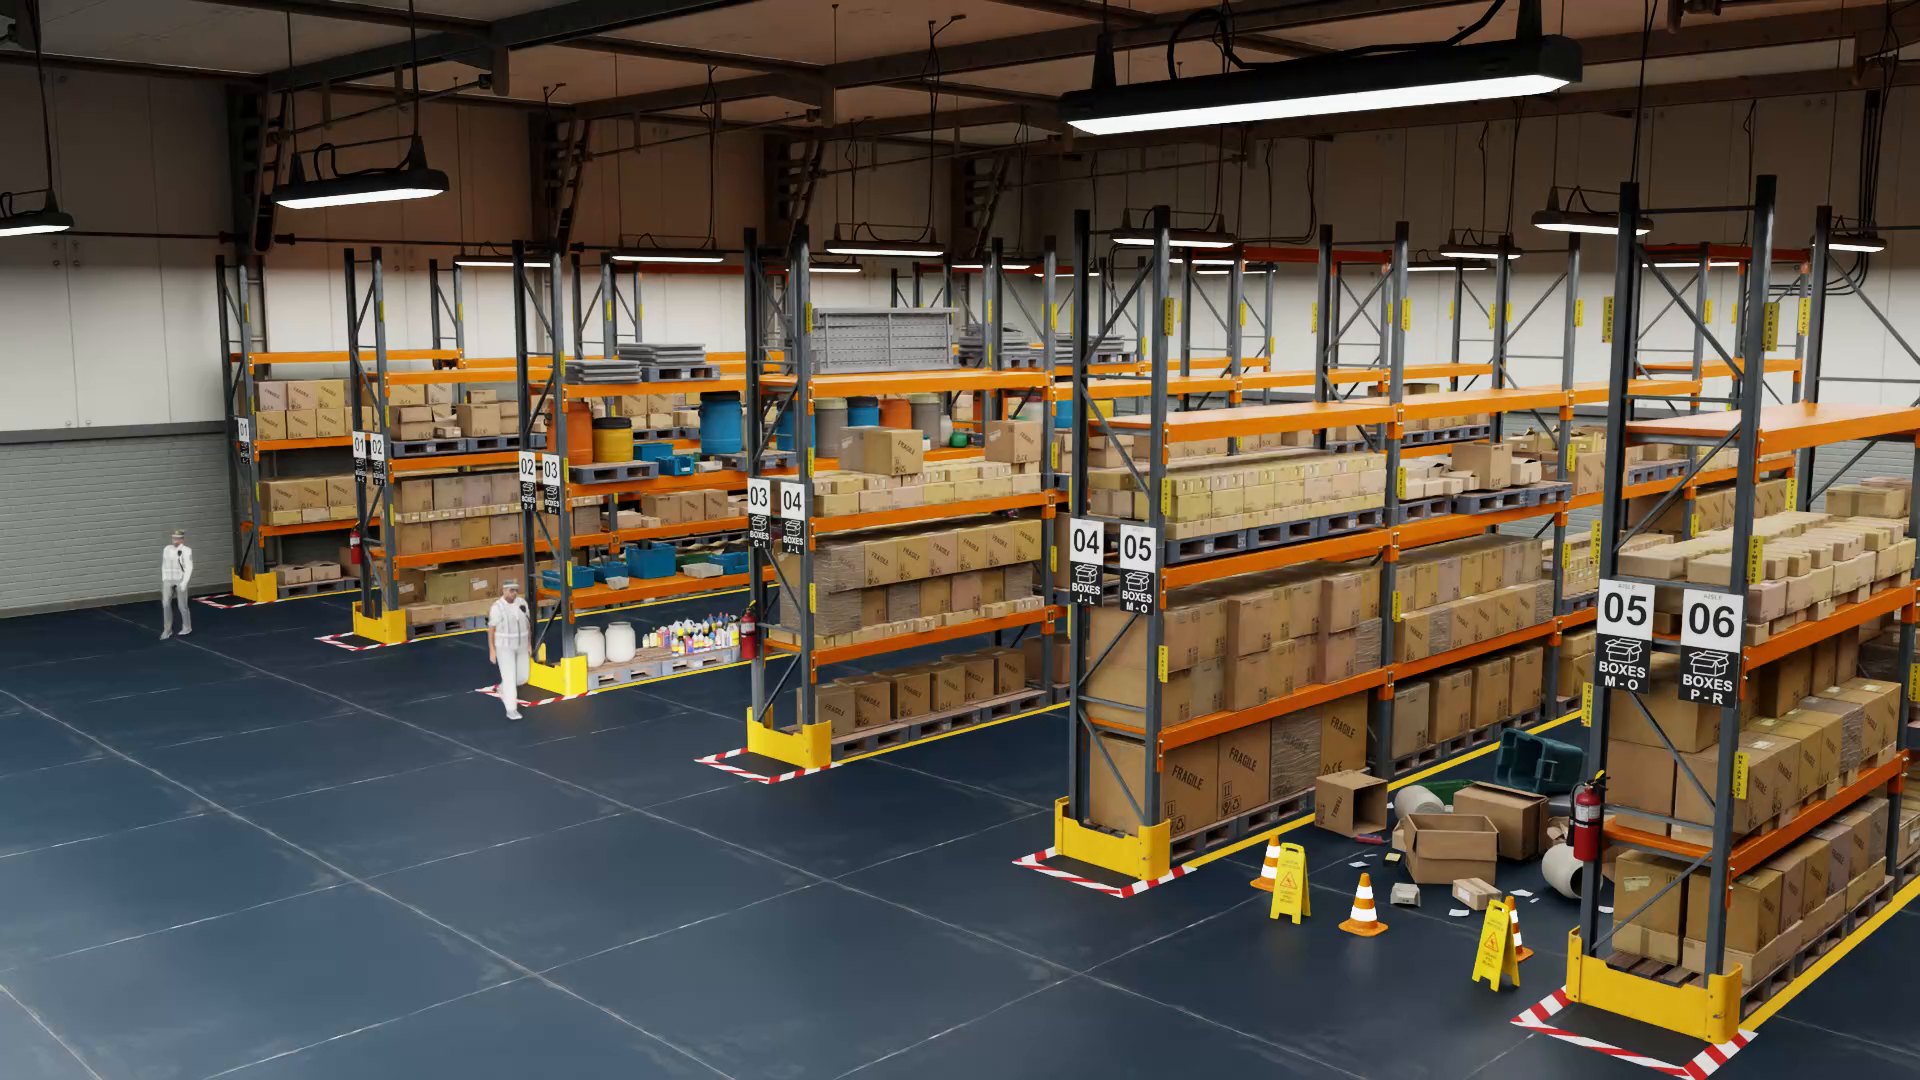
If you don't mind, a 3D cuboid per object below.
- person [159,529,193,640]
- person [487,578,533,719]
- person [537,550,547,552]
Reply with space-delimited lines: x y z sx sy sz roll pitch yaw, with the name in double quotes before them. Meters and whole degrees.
"person" -12.237 0.700 25.922 0.510 1.717 0.570 0 8 -2
"person" -5.661 1.332 20.977 0.832 1.729 0.560 8 11 43
"person" -7.391 0.113 29.660 0.593 1.808 0.712 5 10 32
